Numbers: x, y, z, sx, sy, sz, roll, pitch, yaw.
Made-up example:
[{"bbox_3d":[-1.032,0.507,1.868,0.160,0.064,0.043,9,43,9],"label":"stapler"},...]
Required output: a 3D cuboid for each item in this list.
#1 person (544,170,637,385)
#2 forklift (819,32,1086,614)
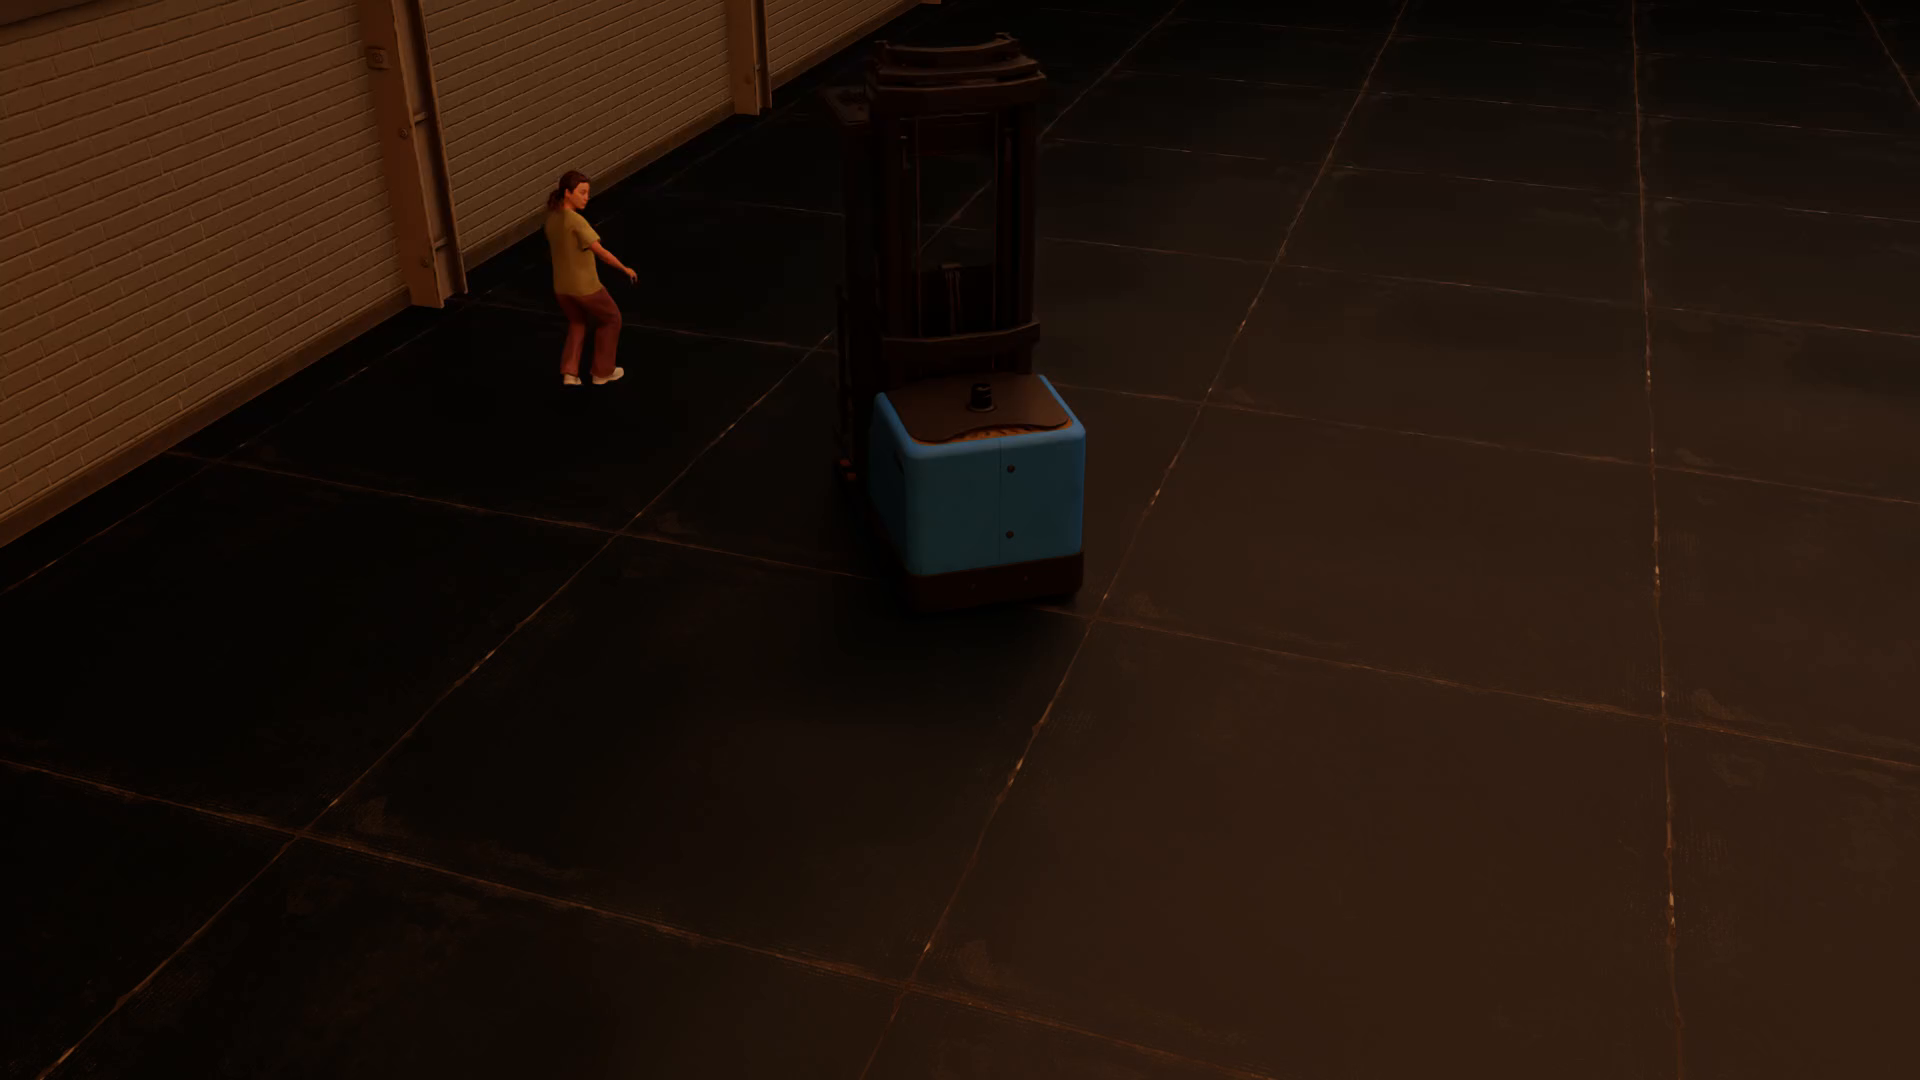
[{"bbox_3d":[-2.597,-1.826,11.716,0.740,1.570,0.683,15,33,24],"label":"person"},{"bbox_3d":[-0.183,-1.581,9.910,1.130,2.935,3.031,-8,31,-13],"label":"forklift"}]
